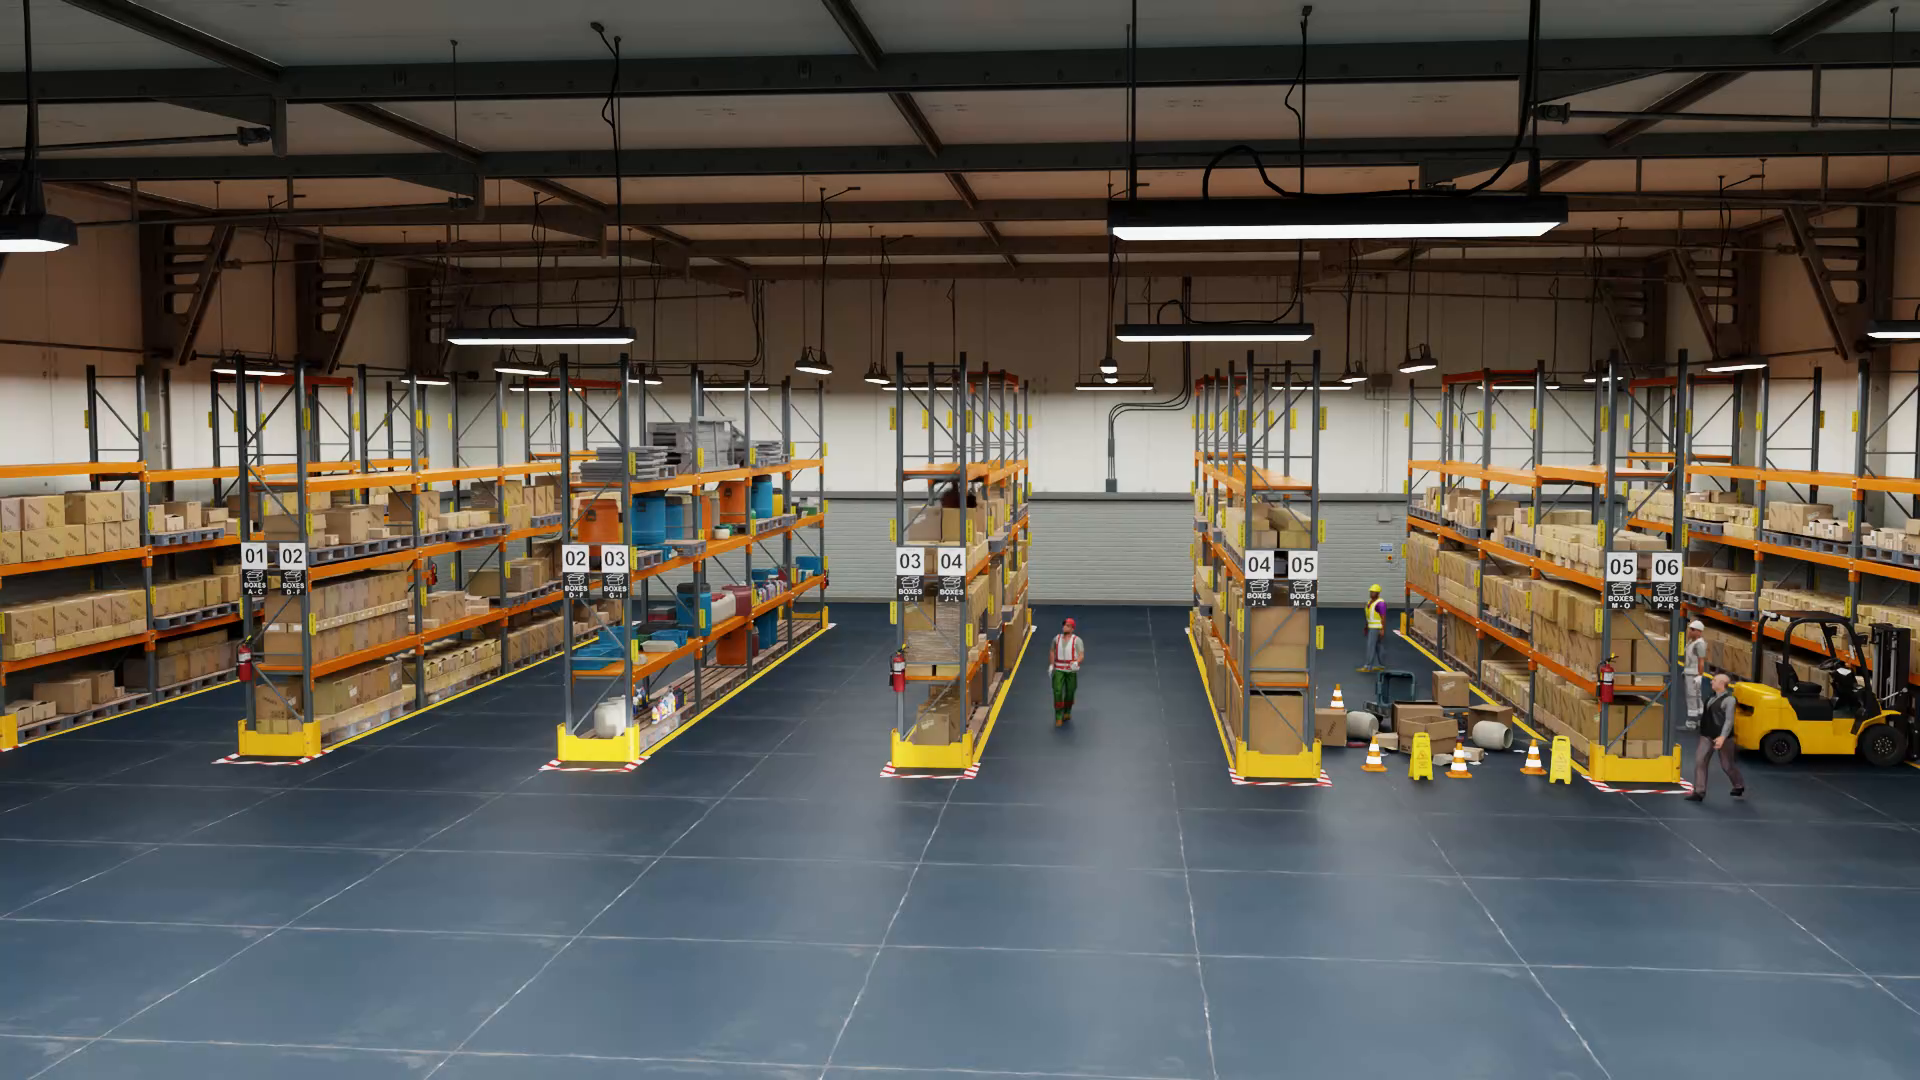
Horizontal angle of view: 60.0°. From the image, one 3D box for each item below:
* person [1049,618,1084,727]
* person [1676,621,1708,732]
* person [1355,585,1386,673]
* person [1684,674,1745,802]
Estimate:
[{"bbox_3d":[1.758,2.135,27.616,0.609,1.659,0.873,1,4,8],"label":"person"},{"bbox_3d":[11.874,2.202,26.947,0.449,1.794,0.580,2,5,30],"label":"person"},{"bbox_3d":[8.228,1.766,33.276,0.633,1.759,0.610,1,4,8],"label":"person"},{"bbox_3d":[9.978,2.608,21.885,0.993,1.684,0.528,-2,5,-28],"label":"person"}]
